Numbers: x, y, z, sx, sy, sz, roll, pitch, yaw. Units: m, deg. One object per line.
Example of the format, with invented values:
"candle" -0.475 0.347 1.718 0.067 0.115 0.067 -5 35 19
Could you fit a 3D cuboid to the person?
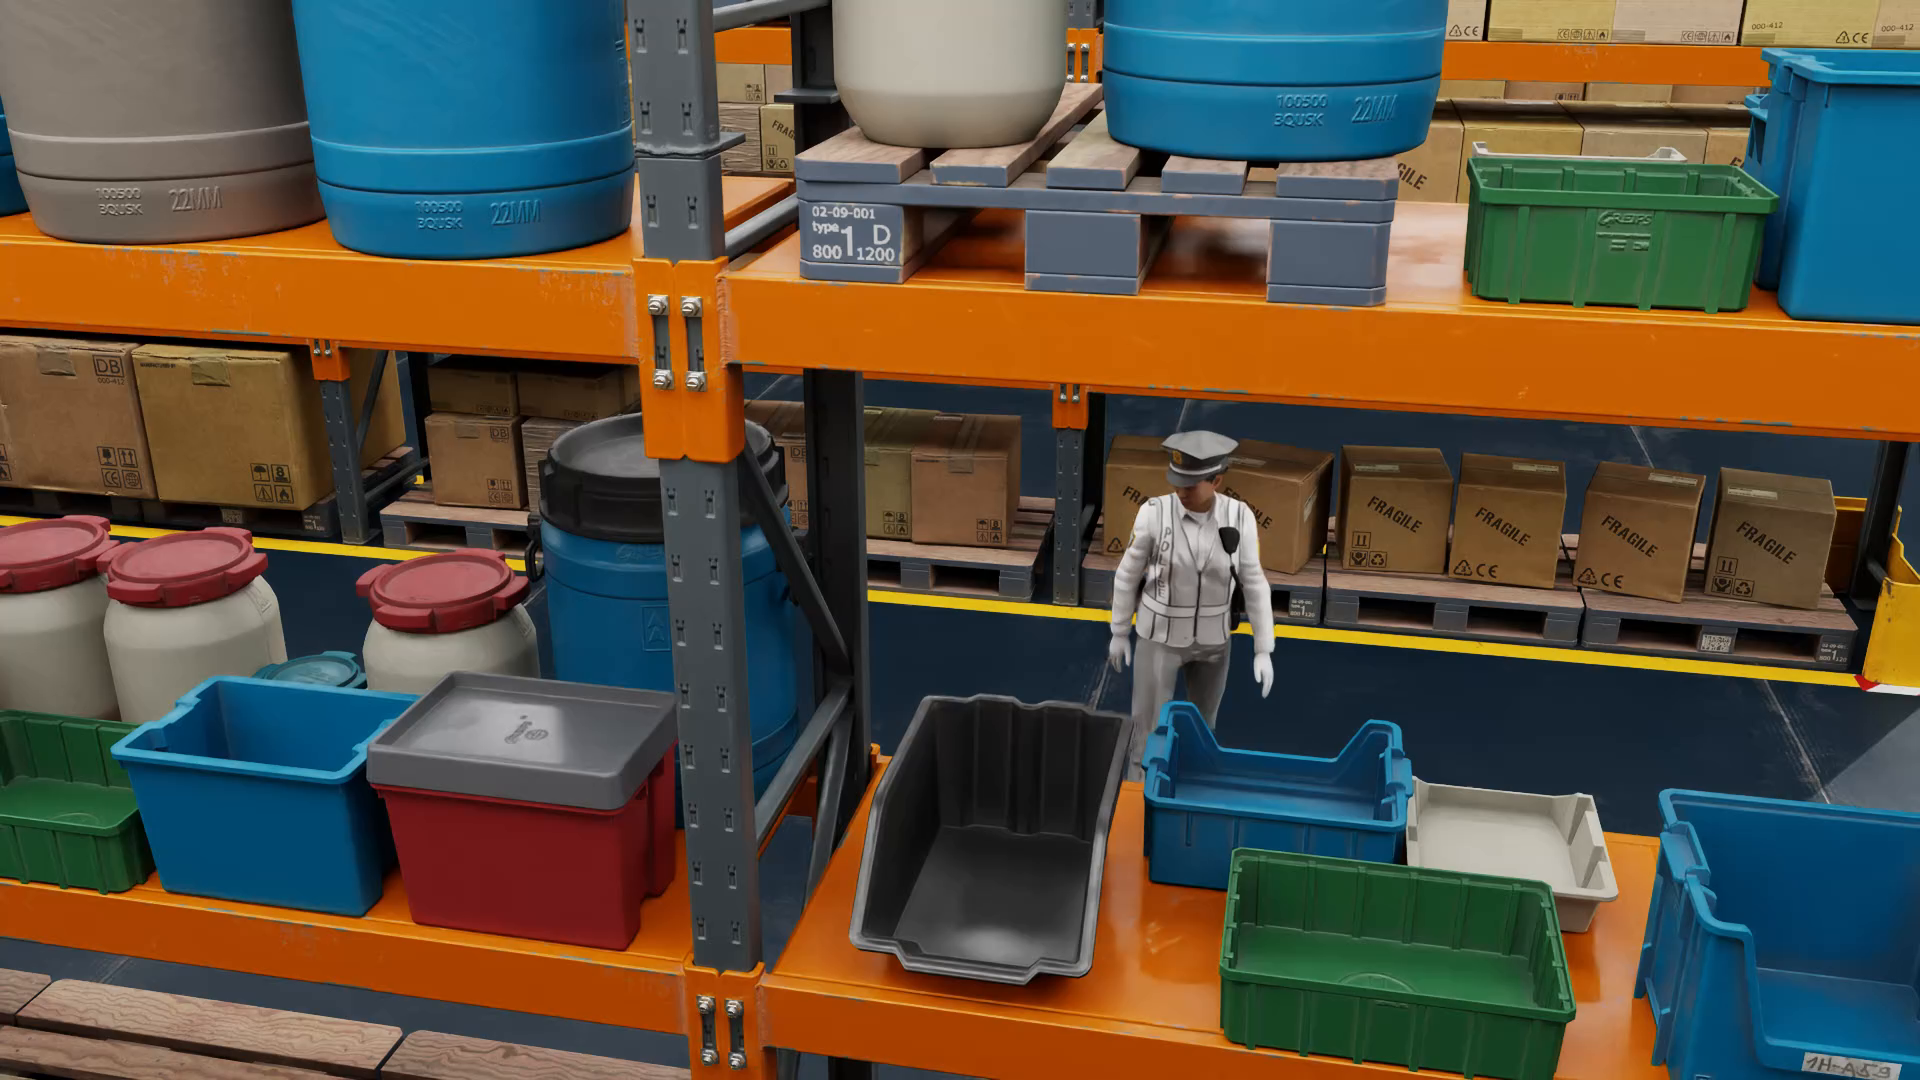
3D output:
"person" 0.837 0.399 6.056 0.600 1.640 0.754 -4 22 -10
